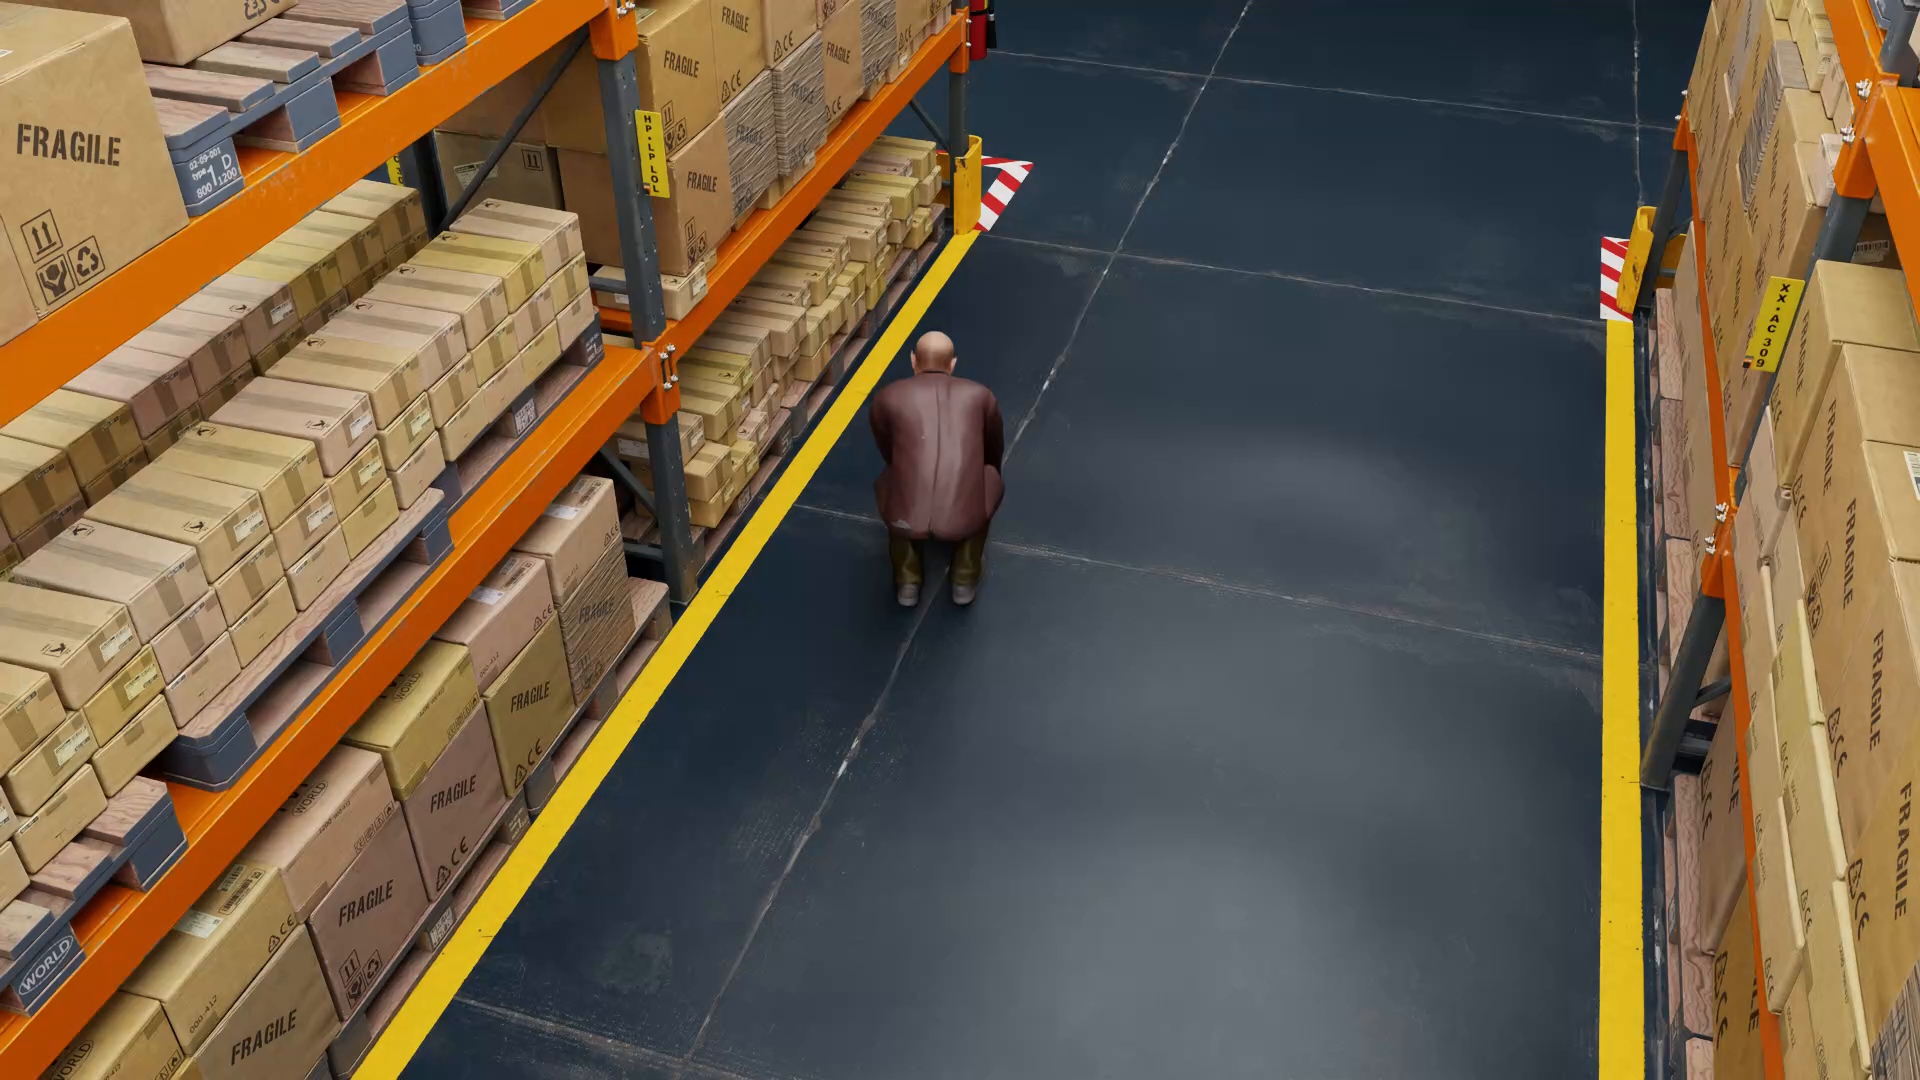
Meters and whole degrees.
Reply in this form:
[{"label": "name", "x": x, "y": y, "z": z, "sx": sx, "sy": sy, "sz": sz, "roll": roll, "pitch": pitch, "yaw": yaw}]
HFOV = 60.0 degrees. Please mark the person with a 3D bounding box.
[{"label": "person", "x": -0.101, "y": -0.288, "z": 7.166, "sx": 0.608, "sy": 1.046, "sz": 0.894, "roll": 4, "pitch": 37, "yaw": 5}]
